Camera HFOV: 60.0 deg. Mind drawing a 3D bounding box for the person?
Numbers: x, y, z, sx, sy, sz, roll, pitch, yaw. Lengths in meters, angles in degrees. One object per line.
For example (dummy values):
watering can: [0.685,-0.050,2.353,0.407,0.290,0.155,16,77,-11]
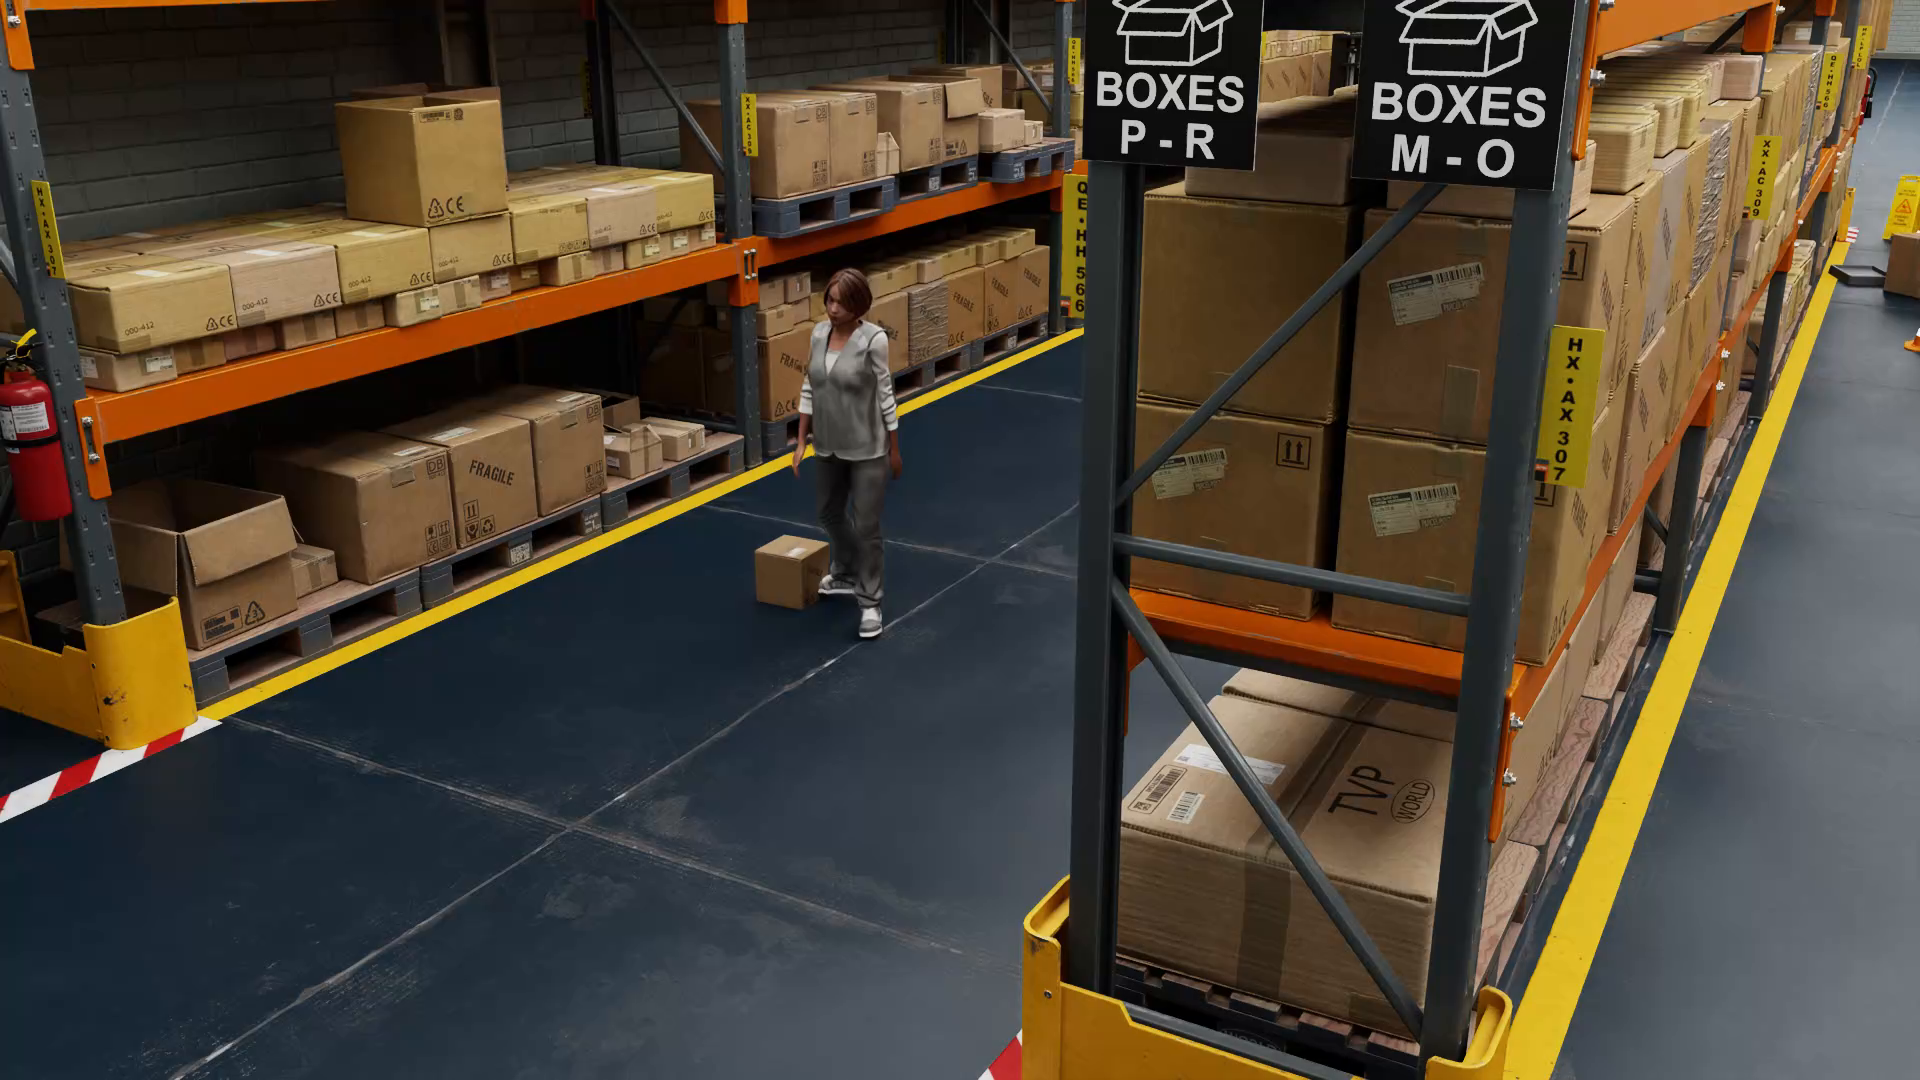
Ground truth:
person: [-0.524,-0.406,7.213,0.588,1.594,0.438,13,23,32]
